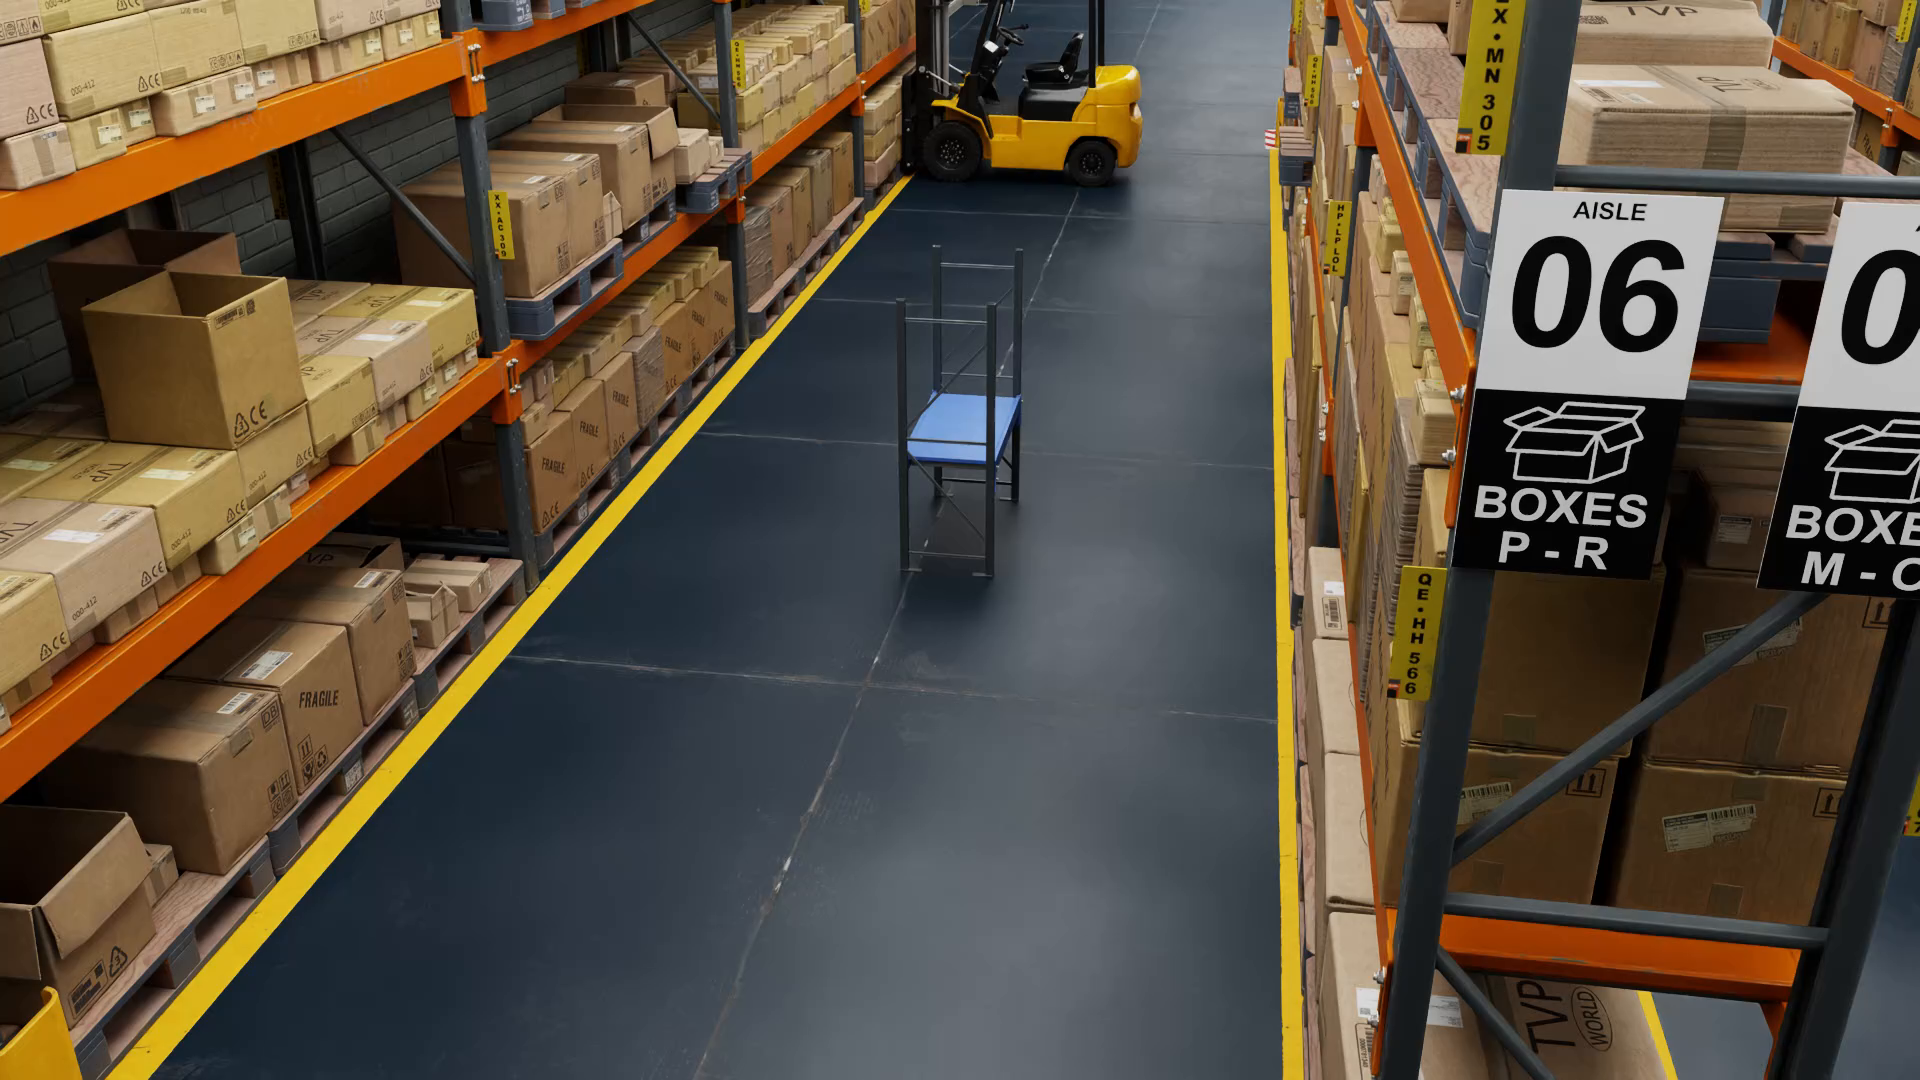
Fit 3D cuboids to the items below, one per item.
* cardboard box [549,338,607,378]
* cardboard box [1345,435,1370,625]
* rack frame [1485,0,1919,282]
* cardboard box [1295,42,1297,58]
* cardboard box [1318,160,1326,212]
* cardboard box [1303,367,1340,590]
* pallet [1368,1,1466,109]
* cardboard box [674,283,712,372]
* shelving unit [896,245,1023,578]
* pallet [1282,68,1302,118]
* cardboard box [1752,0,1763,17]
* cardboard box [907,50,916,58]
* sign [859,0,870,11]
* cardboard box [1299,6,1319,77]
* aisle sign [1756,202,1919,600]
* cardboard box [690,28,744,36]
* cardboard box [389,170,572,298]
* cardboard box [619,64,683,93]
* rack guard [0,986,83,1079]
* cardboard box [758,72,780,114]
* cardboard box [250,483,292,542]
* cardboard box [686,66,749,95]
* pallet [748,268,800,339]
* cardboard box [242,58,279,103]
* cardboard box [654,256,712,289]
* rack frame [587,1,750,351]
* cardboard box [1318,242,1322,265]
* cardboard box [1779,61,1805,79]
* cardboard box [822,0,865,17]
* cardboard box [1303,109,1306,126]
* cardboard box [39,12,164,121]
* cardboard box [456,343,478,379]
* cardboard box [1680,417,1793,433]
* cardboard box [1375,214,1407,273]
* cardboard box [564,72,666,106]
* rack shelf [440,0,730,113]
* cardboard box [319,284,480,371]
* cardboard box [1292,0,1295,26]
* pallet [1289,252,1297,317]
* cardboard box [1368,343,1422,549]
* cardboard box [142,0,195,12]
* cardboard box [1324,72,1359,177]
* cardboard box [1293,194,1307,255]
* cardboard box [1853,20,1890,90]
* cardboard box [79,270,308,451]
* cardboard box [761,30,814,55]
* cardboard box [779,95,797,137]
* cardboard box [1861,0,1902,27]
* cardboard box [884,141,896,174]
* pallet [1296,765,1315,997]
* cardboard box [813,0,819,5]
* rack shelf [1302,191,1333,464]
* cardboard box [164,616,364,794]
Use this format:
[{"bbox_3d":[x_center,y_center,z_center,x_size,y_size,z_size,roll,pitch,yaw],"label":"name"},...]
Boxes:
[{"bbox_3d":[-2.283,-1.064,9.673,0.380,0.149,0.250,4,25,8],"label":"cardboard box"},{"bbox_3d":[1.592,-0.025,5.648,0.500,0.500,0.500,5,26,10],"label":"cardboard box"},{"bbox_3d":[1.531,-1.836,2.557,1.000,3.000,0.127,4,25,9],"label":"rack frame"},{"bbox_3d":[3.485,-4.819,16.304,0.380,0.149,0.250,4,25,9],"label":"cardboard box"},{"bbox_3d":[2.333,-2.004,9.581,0.500,0.250,0.500,4,25,8],"label":"cardboard box"},{"bbox_3d":[2.207,-0.284,8.330,0.875,0.875,0.875,5,26,10],"label":"cardboard box"},{"bbox_3d":[2.041,-1.768,6.056,1.003,0.211,1.213,4,25,9],"label":"pallet"},{"bbox_3d":[-2.008,-1.464,11.293,0.500,0.500,0.500,4,25,8],"label":"cardboard box"},{"bbox_3d":[0.014,-0.715,9.008,0.538,1.500,1.048,4,25,9],"label":"shelving unit"},{"bbox_3d":[3.224,-3.741,13.930,1.003,0.211,1.213,4,25,9],"label":"pallet"},{"bbox_3d":[2.009,-1.591,4.840,0.500,0.500,0.500,4,25,9],"label":"cardboard box"},{"bbox_3d":[-0.519,-5.336,18.680,0.500,0.250,0.500,5,26,10],"label":"cardboard box"},{"bbox_3d":[-0.868,-4.935,14.982,0.100,0.325,0.005,4,25,9],"label":"sign"},{"bbox_3d":[2.957,-3.916,13.113,0.500,0.500,0.500,4,25,8],"label":"cardboard box"},{"bbox_3d":[1.806,-0.246,3.170,0.394,0.787,0.004,4,25,9],"label":"aisle sign"},{"bbox_3d":[-1.969,-4.052,13.486,0.380,0.149,0.250,4,25,9],"label":"cardboard box"},{"bbox_3d":[-2.413,-1.556,8.423,0.700,0.500,0.500,5,25,10],"label":"cardboard box"},{"bbox_3d":[-2.205,-3.296,11.870,0.380,0.149,0.250,5,26,10],"label":"cardboard box"},{"bbox_3d":[-3.354,1.640,5.158,1.175,0.500,0.348,4,25,9],"label":"rack guard"},{"bbox_3d":[-1.662,-3.343,12.441,0.500,0.250,0.500,5,26,10],"label":"cardboard box"},{"bbox_3d":[-2.759,-0.112,6.248,0.380,0.149,0.250,5,25,10],"label":"cardboard box"},{"bbox_3d":[-1.716,-3.259,11.790,0.380,0.149,0.250,5,26,10],"label":"cardboard box"},{"bbox_3d":[-1.886,-1.885,13.029,1.003,0.211,1.213,4,25,9],"label":"pallet"},{"bbox_3d":[-2.728,-1.676,6.050,0.380,0.149,0.250,4,25,9],"label":"cardboard box"},{"bbox_3d":[-1.904,-1.818,11.284,0.380,0.149,0.250,3,25,6],"label":"cardboard box"},{"bbox_3d":[-2.059,-2.807,11.708,1.000,3.000,0.127,4,25,9],"label":"rack frame"},{"bbox_3d":[2.353,-1.774,9.679,0.500,0.250,0.500,5,26,10],"label":"cardboard box"},{"bbox_3d":[9.000,-4.449,17.228,0.875,0.875,0.875,4,25,9],"label":"cardboard box"},{"bbox_3d":[-1.094,-4.934,15.369,0.380,0.149,0.250,4,25,8],"label":"cardboard box"},{"bbox_3d":[2.679,-3.024,11.974,0.380,0.149,0.250,3,25,6],"label":"cardboard box"},{"bbox_3d":[-2.865,-1.480,5.161,0.500,0.250,0.500,3,25,7],"label":"cardboard box"},{"bbox_3d":[-2.516,-0.869,7.865,0.380,0.149,0.250,4,25,9],"label":"cardboard box"},{"bbox_3d":[1.991,-0.255,4.194,0.380,0.149,0.250,5,26,10],"label":"cardboard box"},{"bbox_3d":[1.678,-1.042,5.876,0.380,0.149,0.250,3,25,7],"label":"cardboard box"},{"bbox_3d":[-2.297,-2.838,11.161,0.500,0.500,0.500,5,26,11],"label":"cardboard box"},{"bbox_3d":[-2.386,-3.003,9.437,1.077,0.370,4.000,4,25,9],"label":"rack shelf"},{"bbox_3d":[-2.555,-0.971,7.611,0.500,0.250,0.500,5,25,10],"label":"cardboard box"},{"bbox_3d":[3.714,-5.594,17.195,0.500,0.500,0.500,5,26,10],"label":"cardboard box"},{"bbox_3d":[3.170,-2.037,13.353,1.003,0.211,1.213,4,25,9],"label":"pallet"},{"bbox_3d":[1.516,-0.262,4.974,0.500,0.500,0.500,4,25,8],"label":"cardboard box"},{"bbox_3d":[-2.802,-1.917,5.505,0.500,0.250,0.500,5,25,10],"label":"cardboard box"},{"bbox_3d":[2.346,-2.350,9.434,0.500,0.500,0.500,5,25,10],"label":"cardboard box"},{"bbox_3d":[3.295,-2.617,13.907,0.950,0.372,0.625,6,26,12],"label":"cardboard box"},{"bbox_3d":[8.508,-4.291,14.703,0.875,0.550,0.550,4,25,9],"label":"cardboard box"},{"bbox_3d":[-2.782,-0.666,6.075,0.500,0.500,0.500,5,25,10],"label":"cardboard box"},{"bbox_3d":[-1.388,-4.008,13.391,0.380,0.149,0.250,3,25,7],"label":"cardboard box"},{"bbox_3d":[-1.581,-3.333,13.010,0.500,0.250,0.500,3,25,7],"label":"cardboard box"},{"bbox_3d":[8.462,-4.784,14.481,0.875,0.550,0.550,4,25,9],"label":"cardboard box"},{"bbox_3d":[-0.932,-3.817,16.615,0.500,0.250,0.500,3,25,7],"label":"cardboard box"},{"bbox_3d":[1.786,1.296,6.232,1.003,0.211,1.213,4,25,9],"label":"pallet"},{"bbox_3d":[-1.548,-5.188,15.912,0.380,0.149,0.250,5,25,10],"label":"cardboard box"},{"bbox_3d":[2.512,-1.302,9.342,1.077,0.370,4.000,4,25,9],"label":"rack shelf"},{"bbox_3d":[-2.810,0.663,6.749,0.500,0.500,0.500,4,25,9],"label":"cardboard box"}]
